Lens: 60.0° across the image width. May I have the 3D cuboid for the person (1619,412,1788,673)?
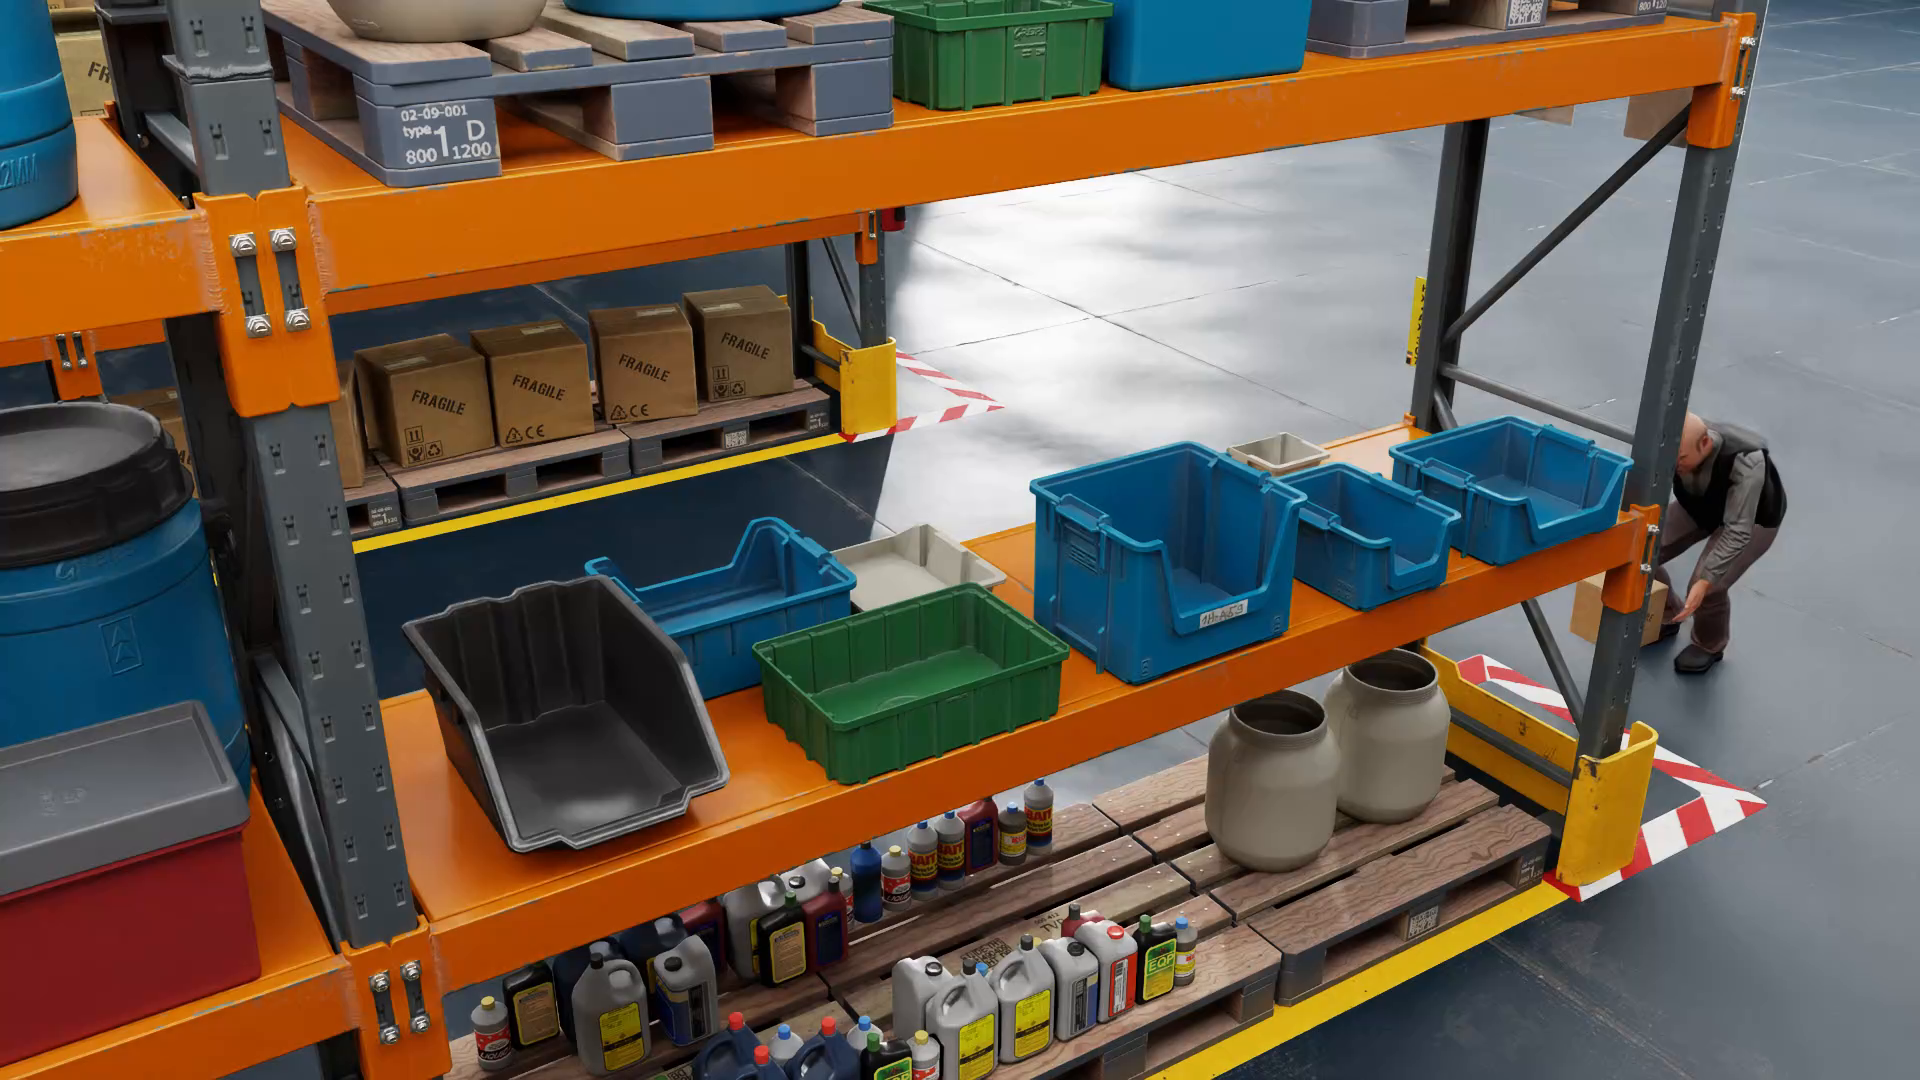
[{"bbox_3d":[3.062,-0.035,6.861,0.806,1.179,0.575,-15,29,-30],"label":"person"}]
